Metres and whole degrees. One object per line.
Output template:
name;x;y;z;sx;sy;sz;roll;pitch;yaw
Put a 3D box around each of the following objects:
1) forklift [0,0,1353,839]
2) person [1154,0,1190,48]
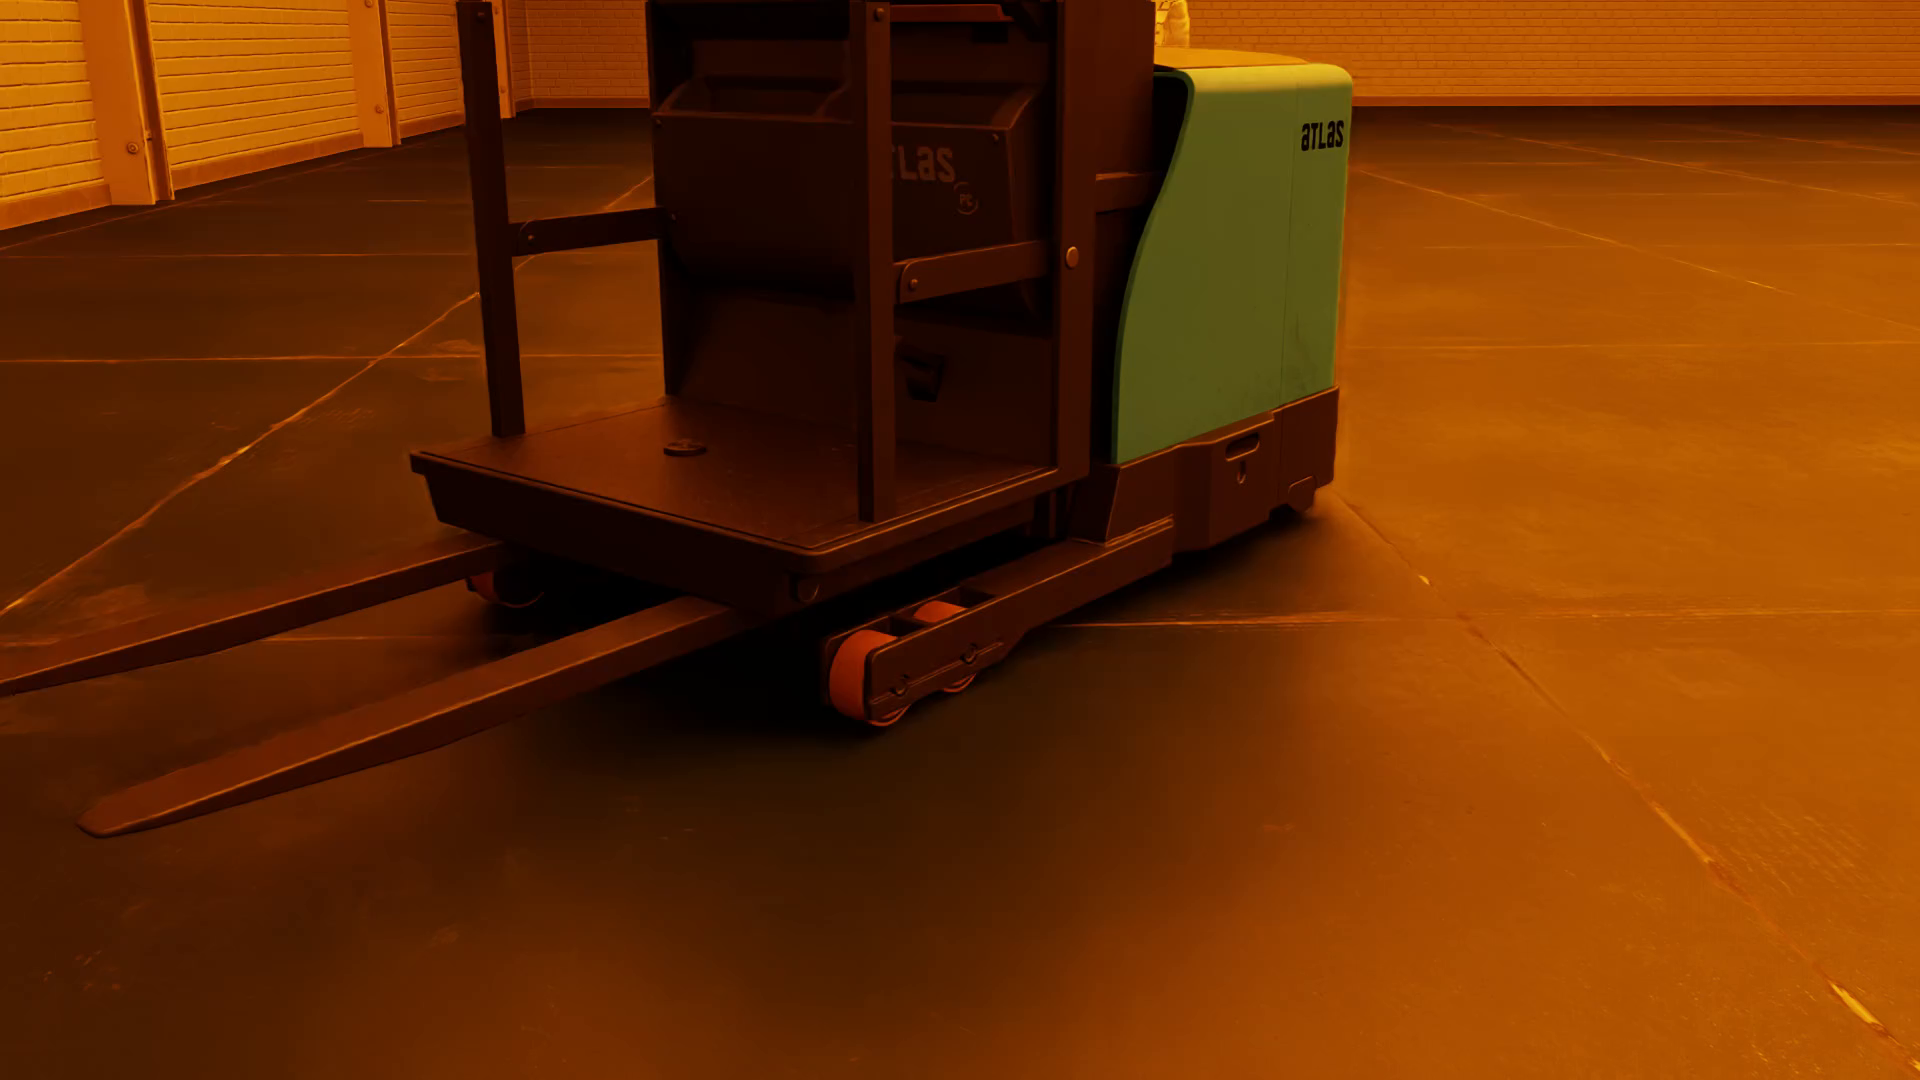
forklift;-0.366;-1.242;2.969;1.130;2.935;3.031;13;21;36
person;0.548;-1.596;6.375;0.680;1.628;0.487;-4;17;-12
